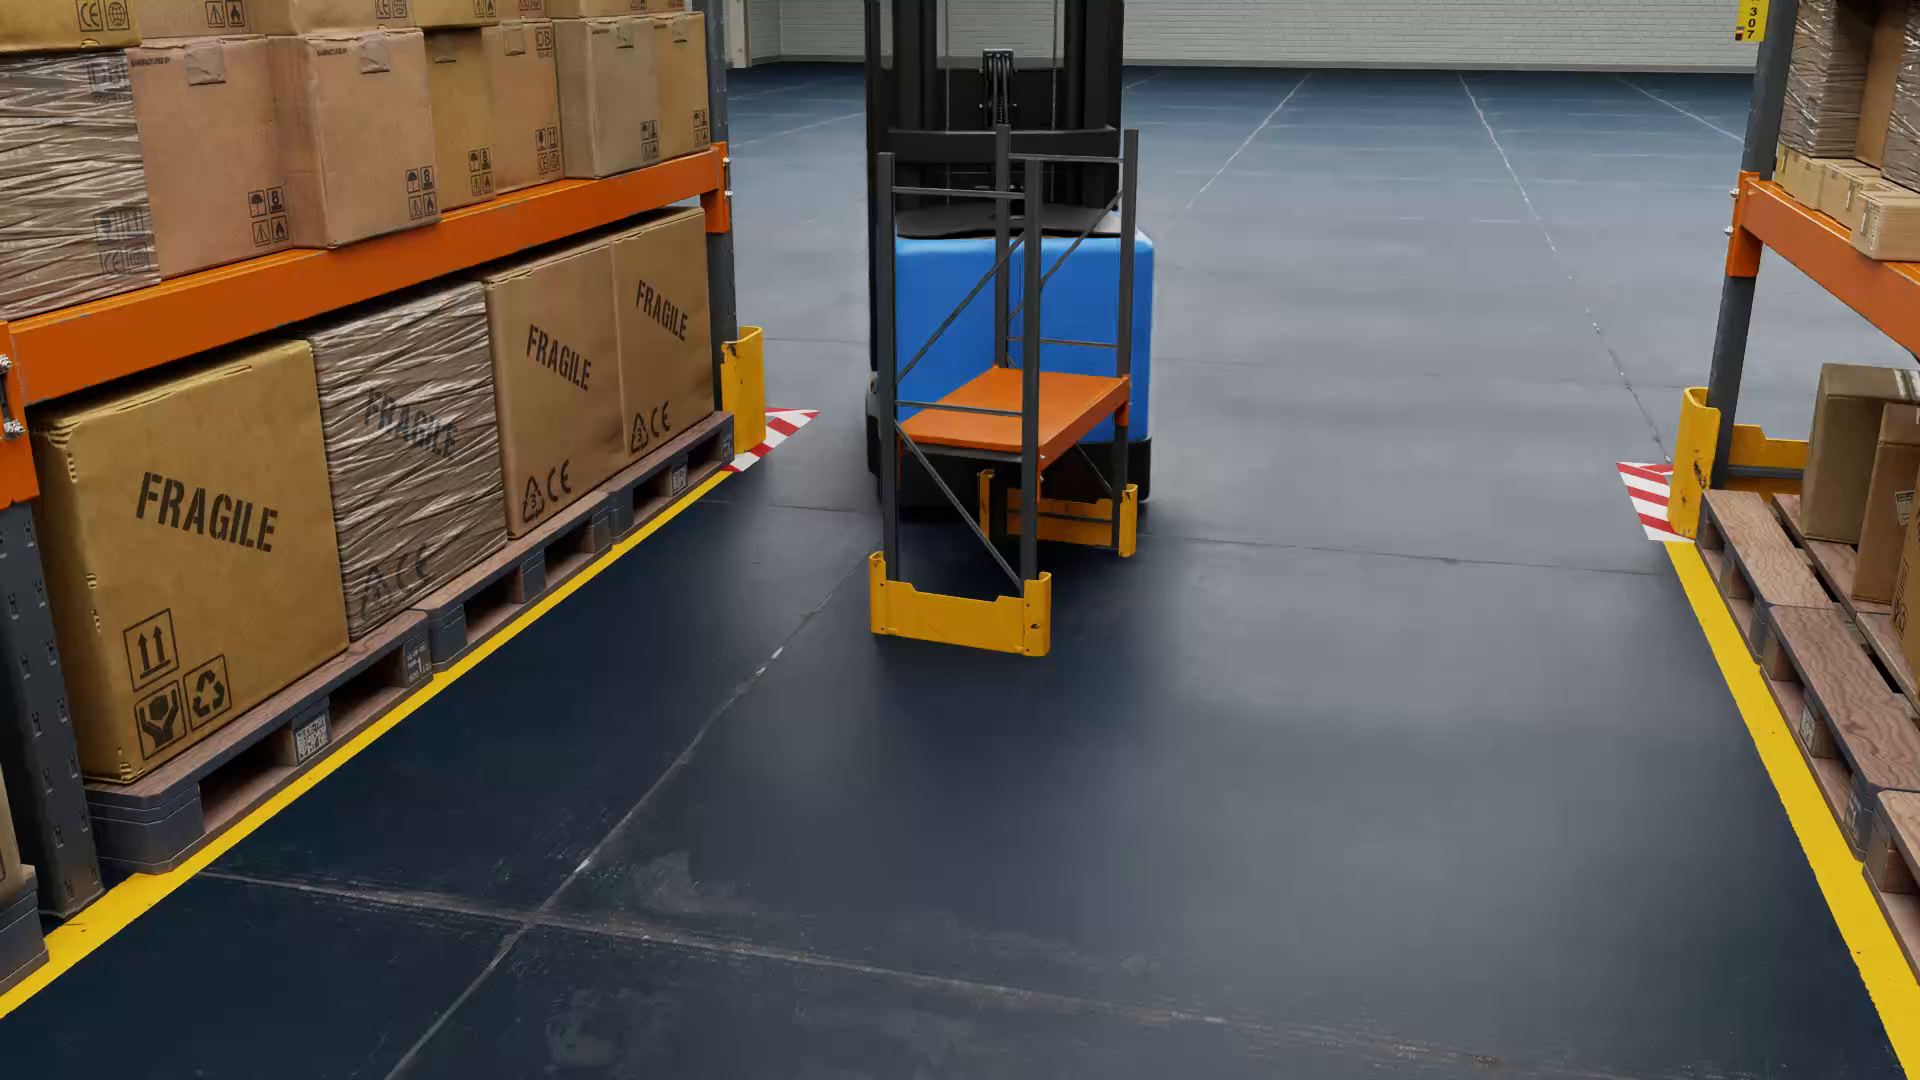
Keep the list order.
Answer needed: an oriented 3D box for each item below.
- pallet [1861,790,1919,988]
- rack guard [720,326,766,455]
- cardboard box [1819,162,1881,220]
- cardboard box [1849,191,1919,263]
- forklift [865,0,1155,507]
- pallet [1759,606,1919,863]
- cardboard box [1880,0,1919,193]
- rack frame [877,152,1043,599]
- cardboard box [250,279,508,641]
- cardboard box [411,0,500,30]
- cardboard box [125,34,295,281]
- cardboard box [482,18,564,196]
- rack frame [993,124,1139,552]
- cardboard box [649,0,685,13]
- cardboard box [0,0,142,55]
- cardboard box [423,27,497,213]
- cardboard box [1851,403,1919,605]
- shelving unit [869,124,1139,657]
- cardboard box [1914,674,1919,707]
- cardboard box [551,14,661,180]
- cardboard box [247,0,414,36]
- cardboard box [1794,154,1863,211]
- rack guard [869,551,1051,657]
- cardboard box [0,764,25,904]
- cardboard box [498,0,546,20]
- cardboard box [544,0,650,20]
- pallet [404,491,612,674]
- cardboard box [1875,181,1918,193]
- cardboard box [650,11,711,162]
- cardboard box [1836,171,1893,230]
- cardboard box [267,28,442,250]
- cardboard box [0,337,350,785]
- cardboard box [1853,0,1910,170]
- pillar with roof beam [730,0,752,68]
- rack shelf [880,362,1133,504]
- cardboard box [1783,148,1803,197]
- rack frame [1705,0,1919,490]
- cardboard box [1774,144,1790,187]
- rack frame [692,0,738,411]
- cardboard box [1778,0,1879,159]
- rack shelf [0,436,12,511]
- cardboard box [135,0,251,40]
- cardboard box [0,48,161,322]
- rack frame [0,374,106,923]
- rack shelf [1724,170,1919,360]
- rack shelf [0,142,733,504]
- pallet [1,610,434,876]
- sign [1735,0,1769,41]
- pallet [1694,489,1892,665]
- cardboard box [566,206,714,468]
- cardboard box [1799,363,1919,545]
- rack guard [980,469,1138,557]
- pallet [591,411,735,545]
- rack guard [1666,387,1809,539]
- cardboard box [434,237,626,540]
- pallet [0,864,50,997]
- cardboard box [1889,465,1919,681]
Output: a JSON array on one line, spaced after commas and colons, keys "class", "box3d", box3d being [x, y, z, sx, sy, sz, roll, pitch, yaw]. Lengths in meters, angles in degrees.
[{"class": "pallet", "box3d": [2.459, 0.902, 3.219, 1.003, 0.211, 1.213, 5, 19, 13]}, {"class": "rack guard", "box3d": [-1.473, -0.706, 7.480, 1.175, 0.500, 0.348, 5, 19, 13]}, {"class": "cardboard box", "box3d": [2.809, -1.034, 4.963, 0.380, 0.149, 0.250, 5, 19, 13]}, {"class": "cardboard box", "box3d": [2.545, -0.806, 4.294, 0.380, 0.149, 0.250, 5, 19, 13]}, {"class": "forklift", "box3d": [0.128, -1.942, 7.337, 1.130, 2.935, 3.031, -1, 19, -3]}, {"class": "pallet", "box3d": [2.755, 0.519, 4.342, 1.003, 0.211, 1.213, 5, 19, 13]}, {"class": "cardboard box", "box3d": [2.975, -1.156, 4.316, 0.875, 0.500, 0.500, 5, 19, 13]}, {"class": "rack frame", "box3d": [-0.004, -0.392, 5.016, 0.500, 1.500, 0.032, 7, 20, 20]}, {"class": "cardboard box", "box3d": [-2.018, -0.295, 5.048, 0.875, 0.875, 0.875, 5, 19, 14]}, {"class": "cardboard box", "box3d": [-1.924, -1.829, 4.999, 0.875, 0.550, 0.500, 5, 19, 13]}, {"class": "cardboard box", "box3d": [-2.265, -0.989, 4.210, 0.875, 0.550, 0.550, 5, 19, 13]}, {"class": "cardboard box", "box3d": [-1.897, -1.492, 5.684, 0.875, 0.550, 0.550, 5, 19, 13]}, {"class": "rack frame", "box3d": [0.363, -0.699, 5.913, 0.500, 1.500, 0.032, 7, 20, 20]}, {"class": "cardboard box", "box3d": [-1.607, -2.350, 6.523, 0.875, 0.550, 0.550, 5, 19, 13]}, {"class": "cardboard box", "box3d": [-2.333, -1.322, 3.515, 0.875, 0.550, 0.550, 5, 19, 13]}, {"class": "cardboard box", "box3d": [-1.987, -1.323, 5.188, 0.875, 0.550, 0.500, 5, 19, 13]}, {"class": "cardboard box", "box3d": [3.024, -0.089, 5.025, 0.500, 0.500, 0.500, 10, 21, 28]}, {"class": "shelving unit", "box3d": [0.176, -0.543, 5.457, 0.587, 1.500, 1.083, 7, 20, 20]}, {"class": "cardboard box", "box3d": [2.673, 0.277, 3.953, 0.500, 0.500, 0.500, 3, 19, 9]}, {"class": "cardboard box", "box3d": [-1.639, -1.658, 6.169, 0.875, 0.550, 0.550, 5, 19, 13]}, {"class": "cardboard box", "box3d": [-2.046, -1.662, 4.510, 0.875, 0.550, 0.550, 5, 19, 13]}, {"class": "cardboard box", "box3d": [2.850, -1.114, 5.198, 0.380, 0.149, 0.250, 5, 19, 13]}, {"class": "rack guard", "box3d": [-0.003, 0.199, 5.219, 0.587, 0.250, 0.087, 7, 20, 20]}, {"class": "cardboard box", "box3d": [-2.521, 0.440, 3.089, 1.050, 0.750, 0.750, 5, 19, 13]}, {"class": "cardboard box", "box3d": [-1.921, -2.005, 5.515, 0.875, 0.550, 0.550, 5, 19, 13]}, {"class": "cardboard box", "box3d": [-1.652, -2.170, 5.997, 0.875, 0.550, 0.550, 5, 19, 13]}, {"class": "pallet", "box3d": [-1.898, 0.077, 5.637, 1.003, 0.211, 1.213, 5, 19, 13]}, {"class": "cardboard box", "box3d": [2.706, -0.876, 4.500, 0.380, 0.149, 0.250, 5, 19, 13]}, {"class": "cardboard box", "box3d": [-1.526, -1.832, 6.679, 0.875, 0.550, 0.550, 5, 19, 13]}, {"class": "cardboard box", "box3d": [2.741, -0.956, 4.736, 0.380, 0.149, 0.250, 5, 19, 13]}, {"class": "cardboard box", "box3d": [-2.019, -1.149, 4.679, 0.875, 0.550, 0.550, 5, 19, 13]}, {"class": "cardboard box", "box3d": [-2.235, -0.012, 4.220, 0.875, 0.875, 0.875, 5, 19, 14]}, {"class": "cardboard box", "box3d": [3.139, -1.309, 4.765, 0.875, 0.500, 0.500, 5, 19, 13]}, {"class": "pillar with roof beam", "box3d": [-0.657, -14.386, 34.383, 9.100, 9.000, 0.400, 5, 19, 13]}, {"class": "rack shelf", "box3d": [0.180, -0.375, 5.523, 0.538, 0.185, 1.000, 7, 20, 20]}, {"class": "cardboard box", "box3d": [2.926, -1.191, 5.423, 0.380, 0.149, 0.250, 5, 19, 13]}, {"class": "rack frame", "box3d": [3.306, -1.458, 5.814, 1.000, 3.000, 0.127, 5, 19, 13]}, {"class": "cardboard box", "box3d": [3.005, -1.268, 5.648, 0.380, 0.149, 0.250, 5, 19, 13]}, {"class": "rack frame", "box3d": [-1.479, -1.881, 7.054, 1.000, 3.000, 0.127, 5, 19, 13]}, {"class": "cardboard box", "box3d": [3.145, -1.475, 5.252, 0.875, 0.500, 0.500, 5, 19, 13]}, {"class": "rack shelf", "box3d": [-2.945, 0.340, 1.664, 1.077, 0.370, 4.000, 5, 19, 13]}, {"class": "cardboard box", "box3d": [-2.311, -1.504, 4.047, 0.875, 0.550, 0.550, 5, 19, 13]}, {"class": "cardboard box", "box3d": [-2.378, -0.815, 3.700, 0.875, 0.550, 0.550, 5, 19, 13]}, {"class": "rack frame", "box3d": [-2.456, -0.627, 3.383, 1.000, 3.000, 0.127, 5, 19, 13]}, {"class": "rack shelf", "box3d": [2.817, -0.490, 4.095, 1.077, 0.370, 4.000, 5, 19, 13]}, {"class": "rack shelf", "box3d": [-1.968, -0.914, 5.335, 1.077, 0.370, 4.000, 5, 19, 13]}, {"class": "pallet", "box3d": [-2.194, 0.460, 4.514, 1.003, 0.211, 1.213, 5, 19, 13]}, {"class": "sign", "box3d": [2.780, -1.910, 5.800, 0.100, 0.325, 0.005, 5, 19, 13]}, {"class": "pallet", "box3d": [3.055, 0.138, 5.458, 1.003, 0.211, 1.213, 5, 19, 13]}, {"class": "cardboard box", "box3d": [-1.580, -0.856, 6.692, 0.875, 0.875, 0.875, 5, 19, 14]}, {"class": "cardboard box", "box3d": [3.137, -0.279, 5.581, 0.500, 0.500, 0.500, 9, 21, 23]}, {"class": "rack guard", "box3d": [0.356, -0.102, 6.098, 0.587, 0.250, 0.087, 7, 20, 20]}, {"class": "pallet", "box3d": [-1.598, -0.305, 6.753, 1.003, 0.211, 1.213, 5, 19, 13]}, {"class": "rack guard", "box3d": [3.288, -0.251, 6.149, 1.175, 0.500, 0.348, 5, 19, 13]}, {"class": "cardboard box", "box3d": [-1.793, -0.581, 5.884, 0.875, 0.875, 0.875, 4, 19, 13]}, {"class": "pallet", "box3d": [-2.572, 0.940, 3.108, 1.003, 0.211, 1.213, 5, 19, 13]}, {"class": "cardboard box", "box3d": [2.853, 0.106, 4.455, 0.500, 0.500, 0.500, 7, 20, 18]}]
